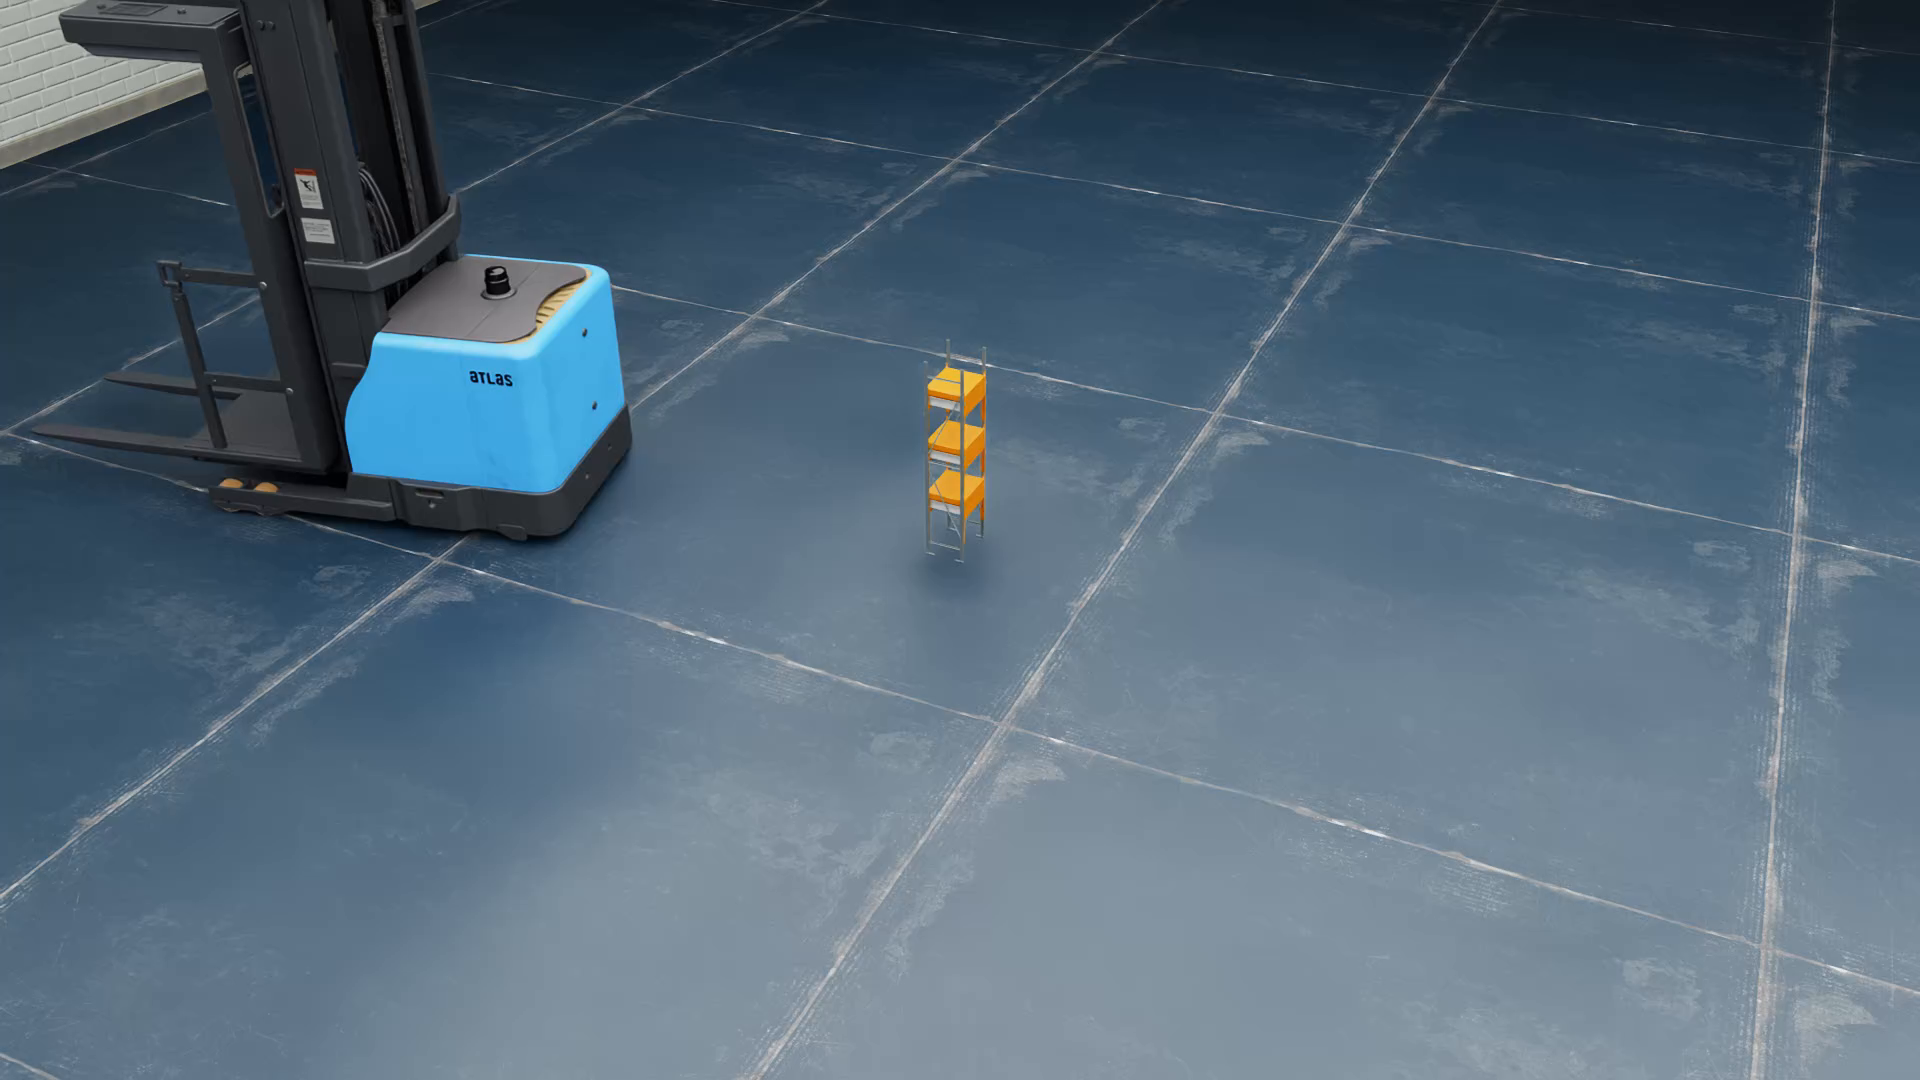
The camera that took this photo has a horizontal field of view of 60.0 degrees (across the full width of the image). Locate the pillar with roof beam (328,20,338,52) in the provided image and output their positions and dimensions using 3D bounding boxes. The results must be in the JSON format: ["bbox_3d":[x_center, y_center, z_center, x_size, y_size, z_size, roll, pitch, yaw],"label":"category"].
[{"bbox_3d":[-1.864,-7.118,10.898,9.100,9.000,0.400,14,36,20],"label":"pillar with roof beam"}]

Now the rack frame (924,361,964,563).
[{"bbox_3d":[-0.073,-0.352,7.829,0.200,1.050,0.008,14,36,20],"label":"rack frame"}]

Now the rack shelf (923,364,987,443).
[{"bbox_3d":[-0.022,-0.641,7.772,0.215,0.259,0.240,14,36,20],"label":"rack shelf"}]

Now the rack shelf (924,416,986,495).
[{"bbox_3d":[-0.022,-0.404,7.927,0.215,0.259,0.240,14,36,20],"label":"rack shelf"}]

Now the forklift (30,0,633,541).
[{"bbox_3d":[-3.328,-1.623,8.052,3.031,2.935,1.130,6,34,10],"label":"forklift"}]

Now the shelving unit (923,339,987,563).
[{"bbox_3d":[-0.022,-0.412,7.921,0.215,1.050,0.252,14,36,20],"label":"shelving unit"}]

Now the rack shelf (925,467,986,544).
[{"bbox_3d":[-0.022,-0.171,8.080,0.215,0.259,0.240,14,36,20],"label":"rack shelf"}]

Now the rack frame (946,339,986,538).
[{"bbox_3d":[0.029,-0.473,8.014,0.200,1.050,0.008,14,36,20],"label":"rack frame"}]
